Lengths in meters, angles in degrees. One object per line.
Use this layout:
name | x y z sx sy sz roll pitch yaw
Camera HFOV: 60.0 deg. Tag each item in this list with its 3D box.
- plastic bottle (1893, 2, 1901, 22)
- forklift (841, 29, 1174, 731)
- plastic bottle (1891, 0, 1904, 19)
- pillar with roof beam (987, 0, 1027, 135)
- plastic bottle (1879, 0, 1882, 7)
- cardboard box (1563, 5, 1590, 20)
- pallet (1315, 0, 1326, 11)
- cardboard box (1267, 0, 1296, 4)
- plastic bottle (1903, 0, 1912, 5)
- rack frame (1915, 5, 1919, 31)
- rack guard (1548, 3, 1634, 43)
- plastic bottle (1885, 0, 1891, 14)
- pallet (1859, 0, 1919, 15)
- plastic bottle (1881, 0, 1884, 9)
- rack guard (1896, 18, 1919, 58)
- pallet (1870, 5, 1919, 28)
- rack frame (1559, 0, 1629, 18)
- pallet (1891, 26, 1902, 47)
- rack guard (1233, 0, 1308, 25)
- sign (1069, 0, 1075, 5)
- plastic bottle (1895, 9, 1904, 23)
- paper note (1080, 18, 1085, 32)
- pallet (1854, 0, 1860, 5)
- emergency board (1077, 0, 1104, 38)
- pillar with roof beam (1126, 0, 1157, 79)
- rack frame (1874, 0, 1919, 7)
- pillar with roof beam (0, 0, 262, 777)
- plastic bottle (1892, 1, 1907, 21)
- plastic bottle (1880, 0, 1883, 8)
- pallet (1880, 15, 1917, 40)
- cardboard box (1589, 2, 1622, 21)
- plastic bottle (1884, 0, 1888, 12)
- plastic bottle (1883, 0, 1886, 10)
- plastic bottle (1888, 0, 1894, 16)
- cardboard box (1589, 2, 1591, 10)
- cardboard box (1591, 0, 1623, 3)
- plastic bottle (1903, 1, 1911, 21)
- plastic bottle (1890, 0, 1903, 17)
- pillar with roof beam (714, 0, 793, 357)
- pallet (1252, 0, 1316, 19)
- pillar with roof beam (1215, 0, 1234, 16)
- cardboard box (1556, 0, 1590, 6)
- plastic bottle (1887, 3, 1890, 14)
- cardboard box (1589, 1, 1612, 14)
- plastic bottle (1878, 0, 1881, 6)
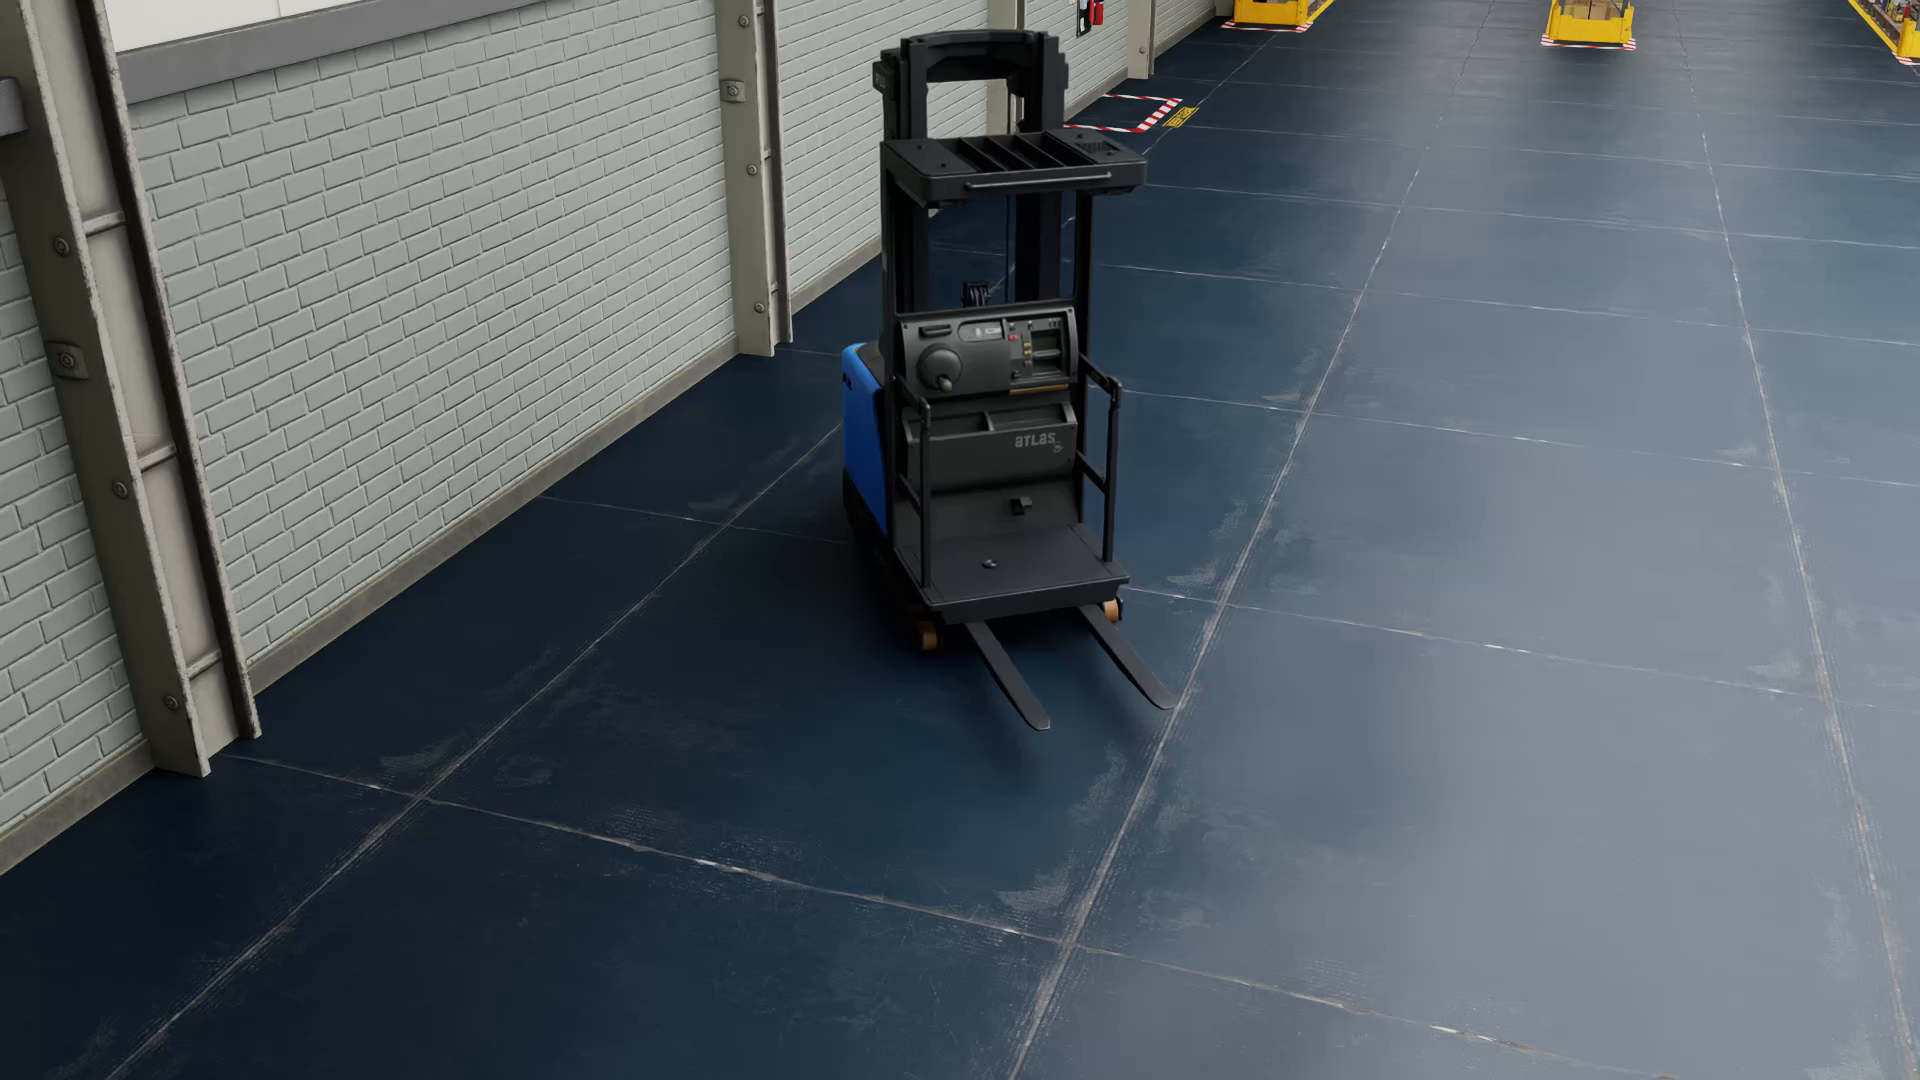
plastic bottle | 14.624 -8.235 25.929 0.061 0.283 0.133 9 27 19
forklift | 0.220 -0.936 8.320 1.130 2.935 3.031 -8 27 -15
plastic bottle | 14.758 -8.338 26.149 0.152 0.276 0.135 8 27 16
pillar with roof beam | 4.545 -7.385 14.677 9.100 9.000 0.400 9 27 17
plastic bottle | 15.182 -8.864 27.322 0.097 0.201 0.097 0 26 0
cardboard box | 9.634 -8.325 26.176 0.500 0.250 0.500 9 27 17
pallet | 5.798 -9.432 28.988 1.003 0.211 1.213 9 27 17
cardboard box | 5.377 -9.087 27.656 0.500 0.311 0.500 6 26 12
plastic bottle | 15.019 -8.472 26.426 0.152 0.276 0.135 9 27 17
rack frame | 14.404 -8.391 23.638 1.000 3.000 0.127 9 27 17
rack guard | 9.726 -7.976 25.649 1.175 0.500 0.348 9 27 17
plastic bottle | 14.918 -8.599 26.680 0.061 0.283 0.133 10 28 20
pallet | 15.960 -9.108 28.319 1.003 0.211 1.213 9 27 17
plastic bottle | 15.134 -8.803 27.109 0.152 0.276 0.135 10 27 19
rack guard | 14.385 -7.304 24.261 1.175 0.500 0.348 9 27 17
pallet | 15.472 -8.510 27.083 1.003 0.211 1.213 9 27 17
rack frame | 9.734 -9.111 25.125 1.000 3.000 0.127 9 27 17
pallet | 14.660 -7.507 25.012 1.003 0.211 1.213 9 27 17
rack guard | 5.087 -8.734 27.215 1.175 0.500 0.348 9 27 17
sign | 1.343 -6.569 19.834 0.001 0.329 0.234 9 27 17
plastic bottle | 14.602 -8.148 25.842 0.097 0.201 0.097 0 26 0
paper note | 1.500 -6.306 20.342 0.016 0.148 0.142 9 27 17
pallet | 16.364 -9.611 29.358 1.003 0.211 1.213 9 27 17
emergency board | 1.624 -6.765 20.280 0.194 1.169 0.643 9 27 17
pillar with roof beam | 6.542 -9.851 19.769 9.100 9.000 0.400 9 27 17
rack frame | 15.735 -10.035 27.033 1.000 3.000 0.127 9 27 17
pillar with roof beam | 0.552 -2.454 4.492 9.100 9.000 0.400 9 27 17
plastic bottle | 14.712 -8.281 26.032 0.152 0.276 0.135 9 27 18
plastic bottle | 15.148 -8.822 27.235 0.097 0.201 0.097 0 26 0
pallet | 15.068 -8.007 26.044 1.003 0.211 1.213 9 27 17
cardboard box | 10.123 -8.250 26.021 0.500 0.250 0.500 9 27 17
plastic bottle | 15.012 -8.691 26.793 0.144 0.351 0.185 8 27 15
plastic bottle | 15.075 -8.769 26.954 0.144 0.351 0.185 10 27 19
plastic bottle | 14.871 -8.517 26.433 0.144 0.351 0.185 9 27 17
cardboard box | 10.452 -8.662 26.871 0.500 0.250 0.500 9 27 17
cardboard box | 10.287 -8.794 26.283 0.500 0.500 0.500 9 27 17
plastic bottle | 14.812 -8.269 25.999 0.061 0.283 0.133 9 27 17
plastic bottle | 14.809 -8.440 26.275 0.144 0.351 0.185 10 28 20
pillar with roof beam | 2.549 -4.919 9.584 9.100 9.000 0.400 9 27 17
pallet | 5.391 -8.932 27.956 1.003 0.211 1.213 9 27 17
pillar with roof beam | 8.539 -12.316 24.862 9.100 9.000 0.400 9 27 17
cardboard box | 9.632 -8.663 26.013 0.500 0.500 0.500 9 27 17
plastic bottle | 14.896 -8.511 26.593 0.097 0.201 0.097 0 26 0
cardboard box | 10.285 -8.456 26.447 0.500 0.250 0.500 9 27 17
plastic bottle | 15.216 -8.937 27.393 0.097 0.271 0.097 0 26 0
